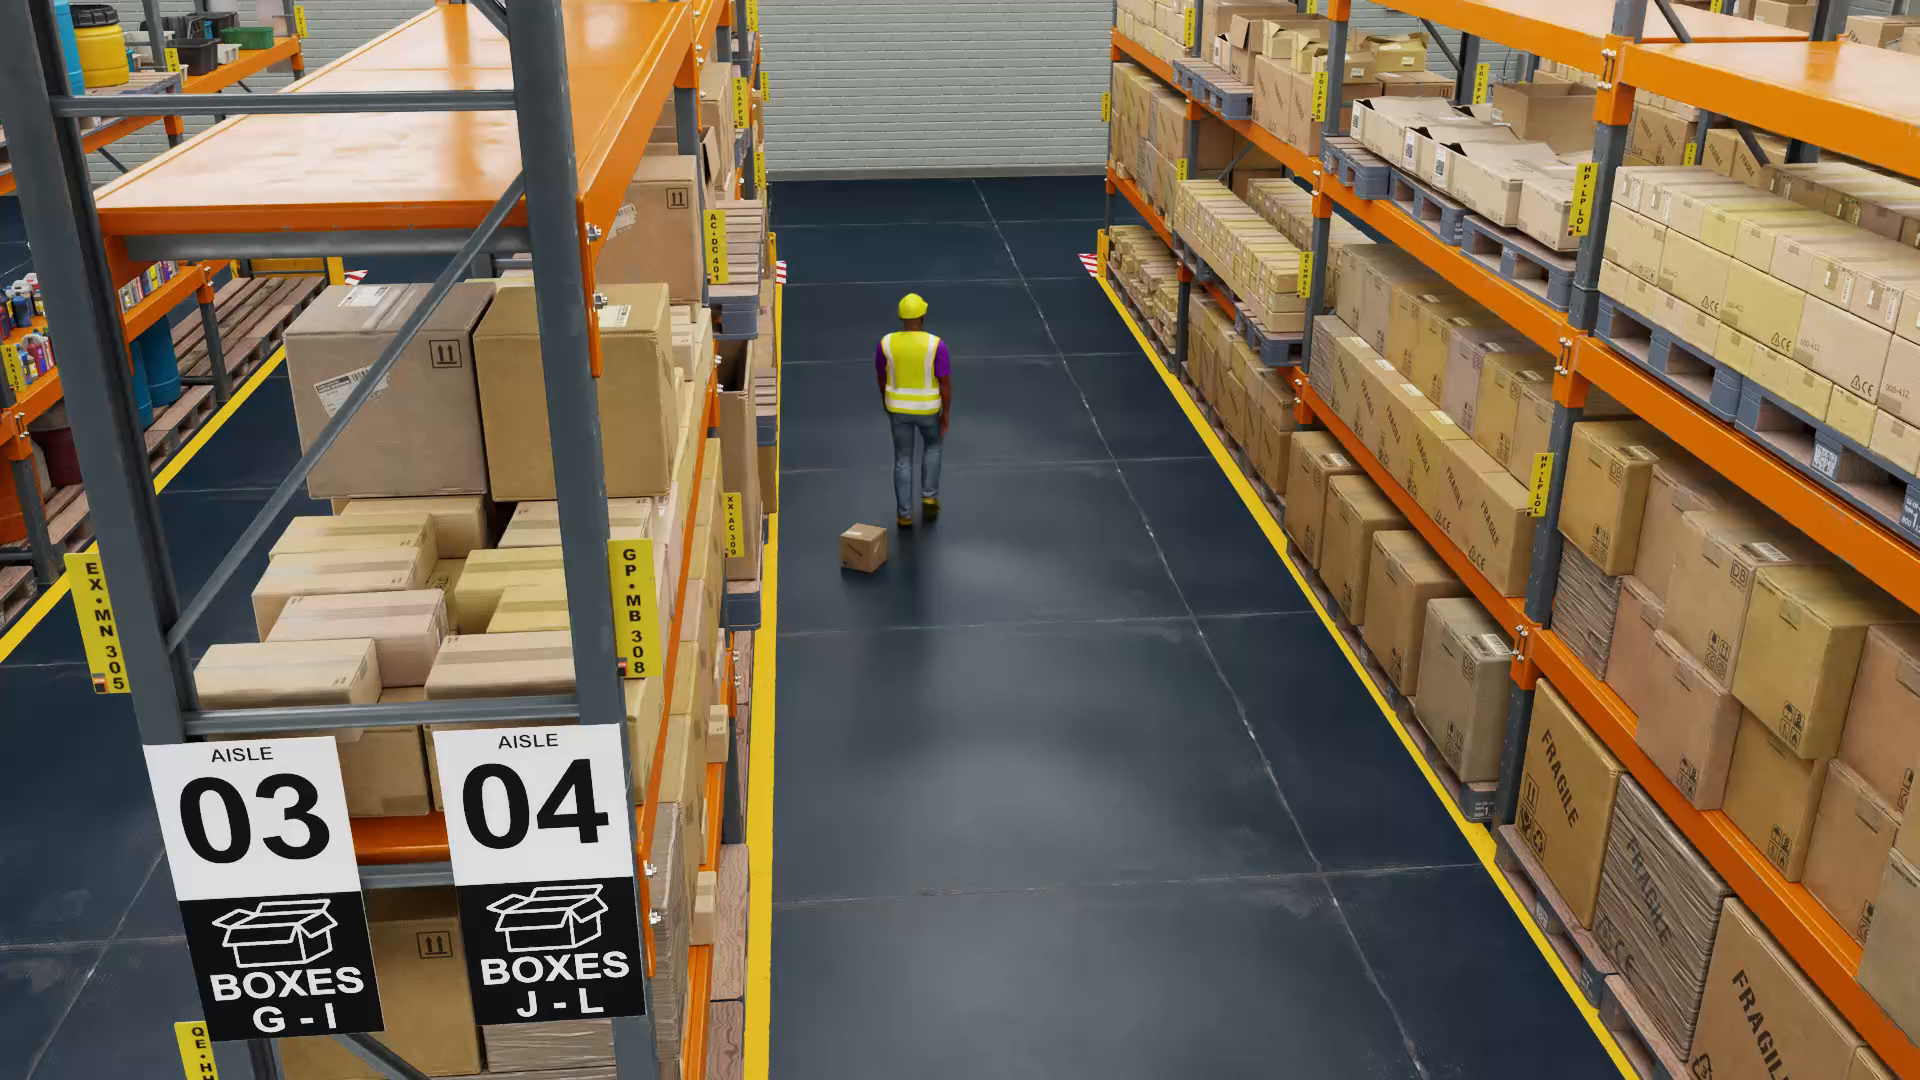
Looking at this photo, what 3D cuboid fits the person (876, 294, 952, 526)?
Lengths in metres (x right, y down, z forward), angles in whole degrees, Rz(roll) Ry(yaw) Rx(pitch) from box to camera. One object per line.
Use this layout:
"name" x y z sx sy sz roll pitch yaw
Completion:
"person" -0.342 -0.973 12.565 0.581 1.827 0.580 2 24 4
